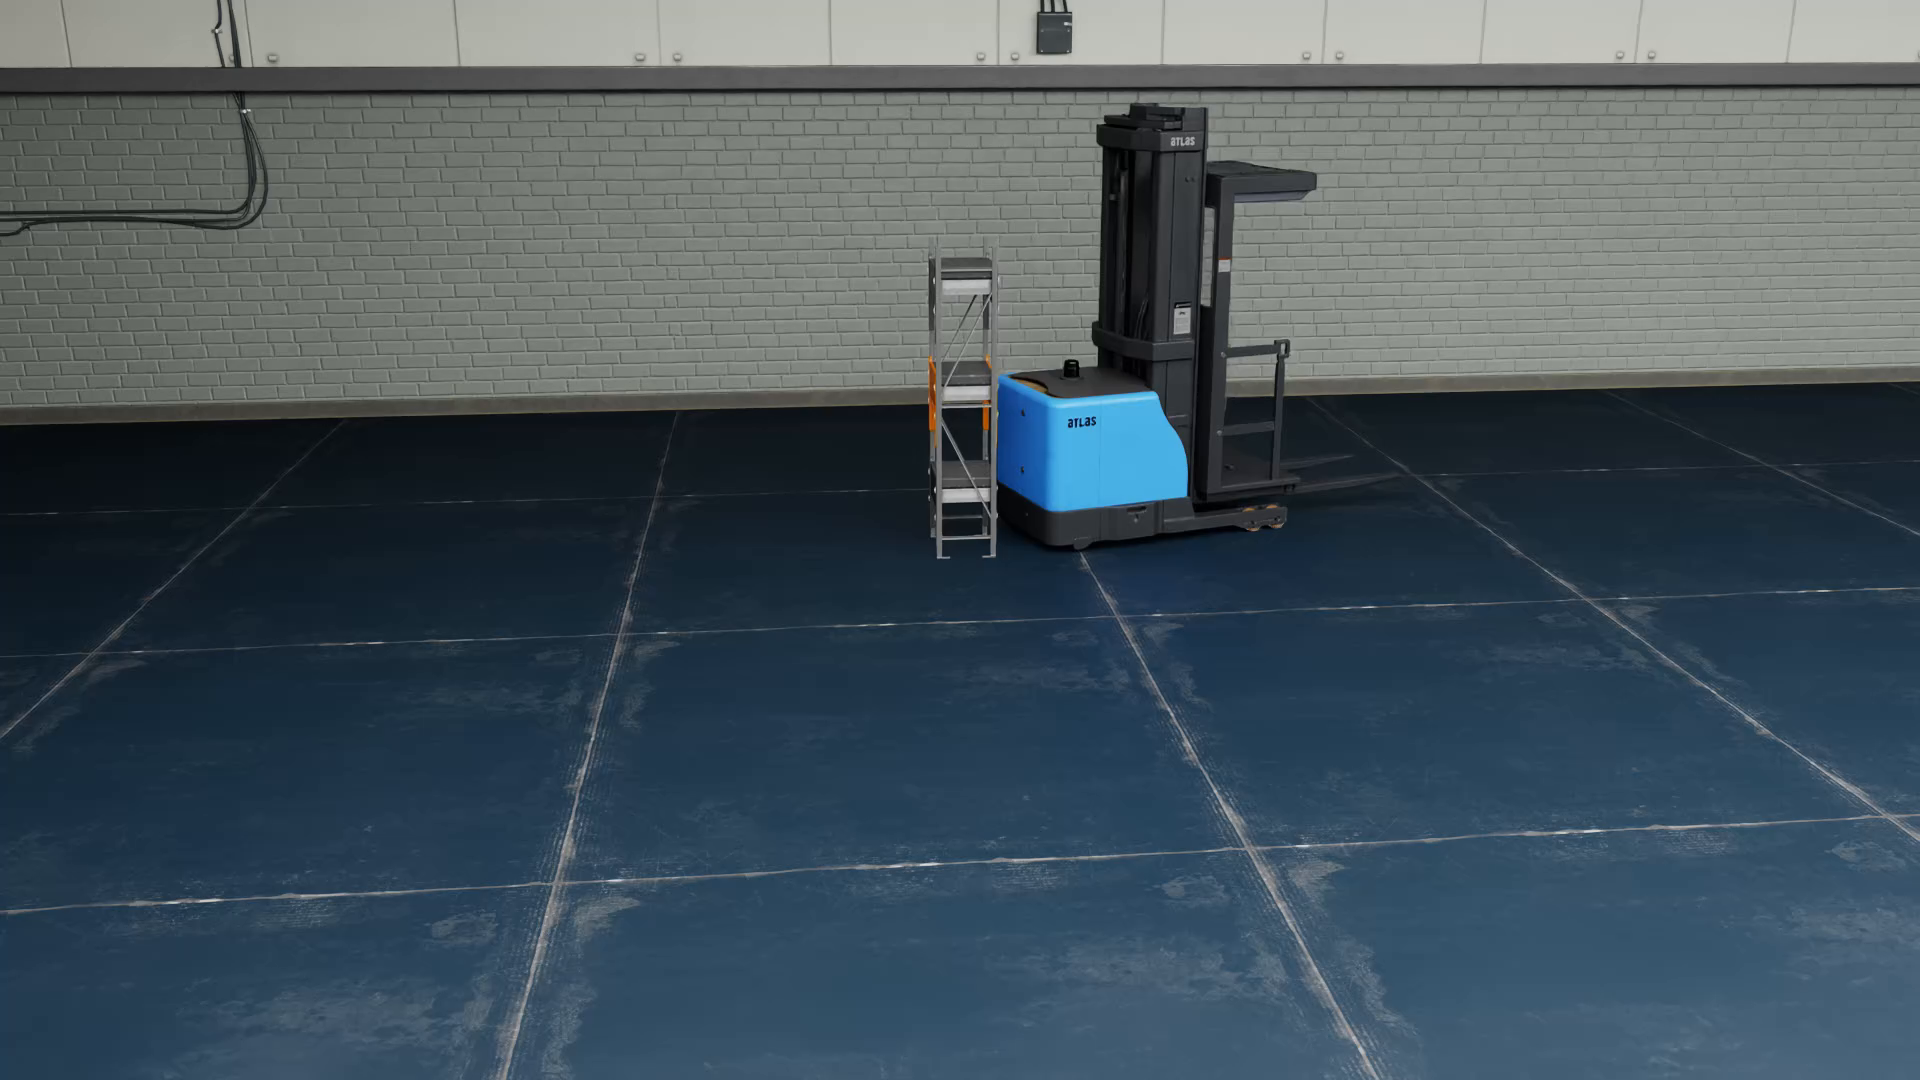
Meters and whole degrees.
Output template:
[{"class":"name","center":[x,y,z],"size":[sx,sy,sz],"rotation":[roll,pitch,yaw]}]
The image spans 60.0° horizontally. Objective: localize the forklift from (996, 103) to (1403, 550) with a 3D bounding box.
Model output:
[{"class":"forklift","center":[1.805,-1.597,11.870],"size":[3.031,2.935,1.130],"rotation":[-7,19,-21]}]

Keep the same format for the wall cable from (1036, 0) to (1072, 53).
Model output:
[{"class":"wall cable","center":[1.841,-7.260,14.102],"size":[2.305,6.003,0.169],"rotation":[-2,18,-6]}]

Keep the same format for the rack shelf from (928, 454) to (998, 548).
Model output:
[{"class":"rack shelf","center":[0.017,-0.272,11.419],"size":[0.431,0.518,0.480],"rotation":[-2,18,-6]}]

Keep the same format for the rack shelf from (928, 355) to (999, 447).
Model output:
[{"class":"rack shelf","center":[0.017,-0.939,11.210],"size":[0.431,0.518,0.480],"rotation":[-2,18,-6]}]

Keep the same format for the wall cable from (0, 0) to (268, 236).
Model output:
[{"class":"wall cable","center":[-7.604,-3.868,14.157],"size":[3.097,2.526,0.112],"rotation":[-2,18,-6]}]

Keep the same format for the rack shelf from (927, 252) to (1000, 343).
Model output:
[{"class":"rack shelf","center":[0.017,-1.607,11.000],"size":[0.431,0.518,0.480],"rotation":[-2,18,-6]}]

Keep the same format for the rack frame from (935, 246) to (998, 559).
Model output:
[{"class":"rack frame","center":[0.042,-0.880,10.974],"size":[0.400,2.100,0.015],"rotation":[-2,18,-6]}]

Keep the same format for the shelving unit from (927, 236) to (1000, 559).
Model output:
[{"class":"shelving unit","center":[0.017,-0.952,11.205],"size":[0.431,2.100,0.503],"rotation":[-2,18,-6]}]

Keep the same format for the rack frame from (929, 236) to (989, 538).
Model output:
[{"class":"rack frame","center":[-0.008,-1.025,11.437],"size":[0.400,2.100,0.015],"rotation":[-2,18,-6]}]
